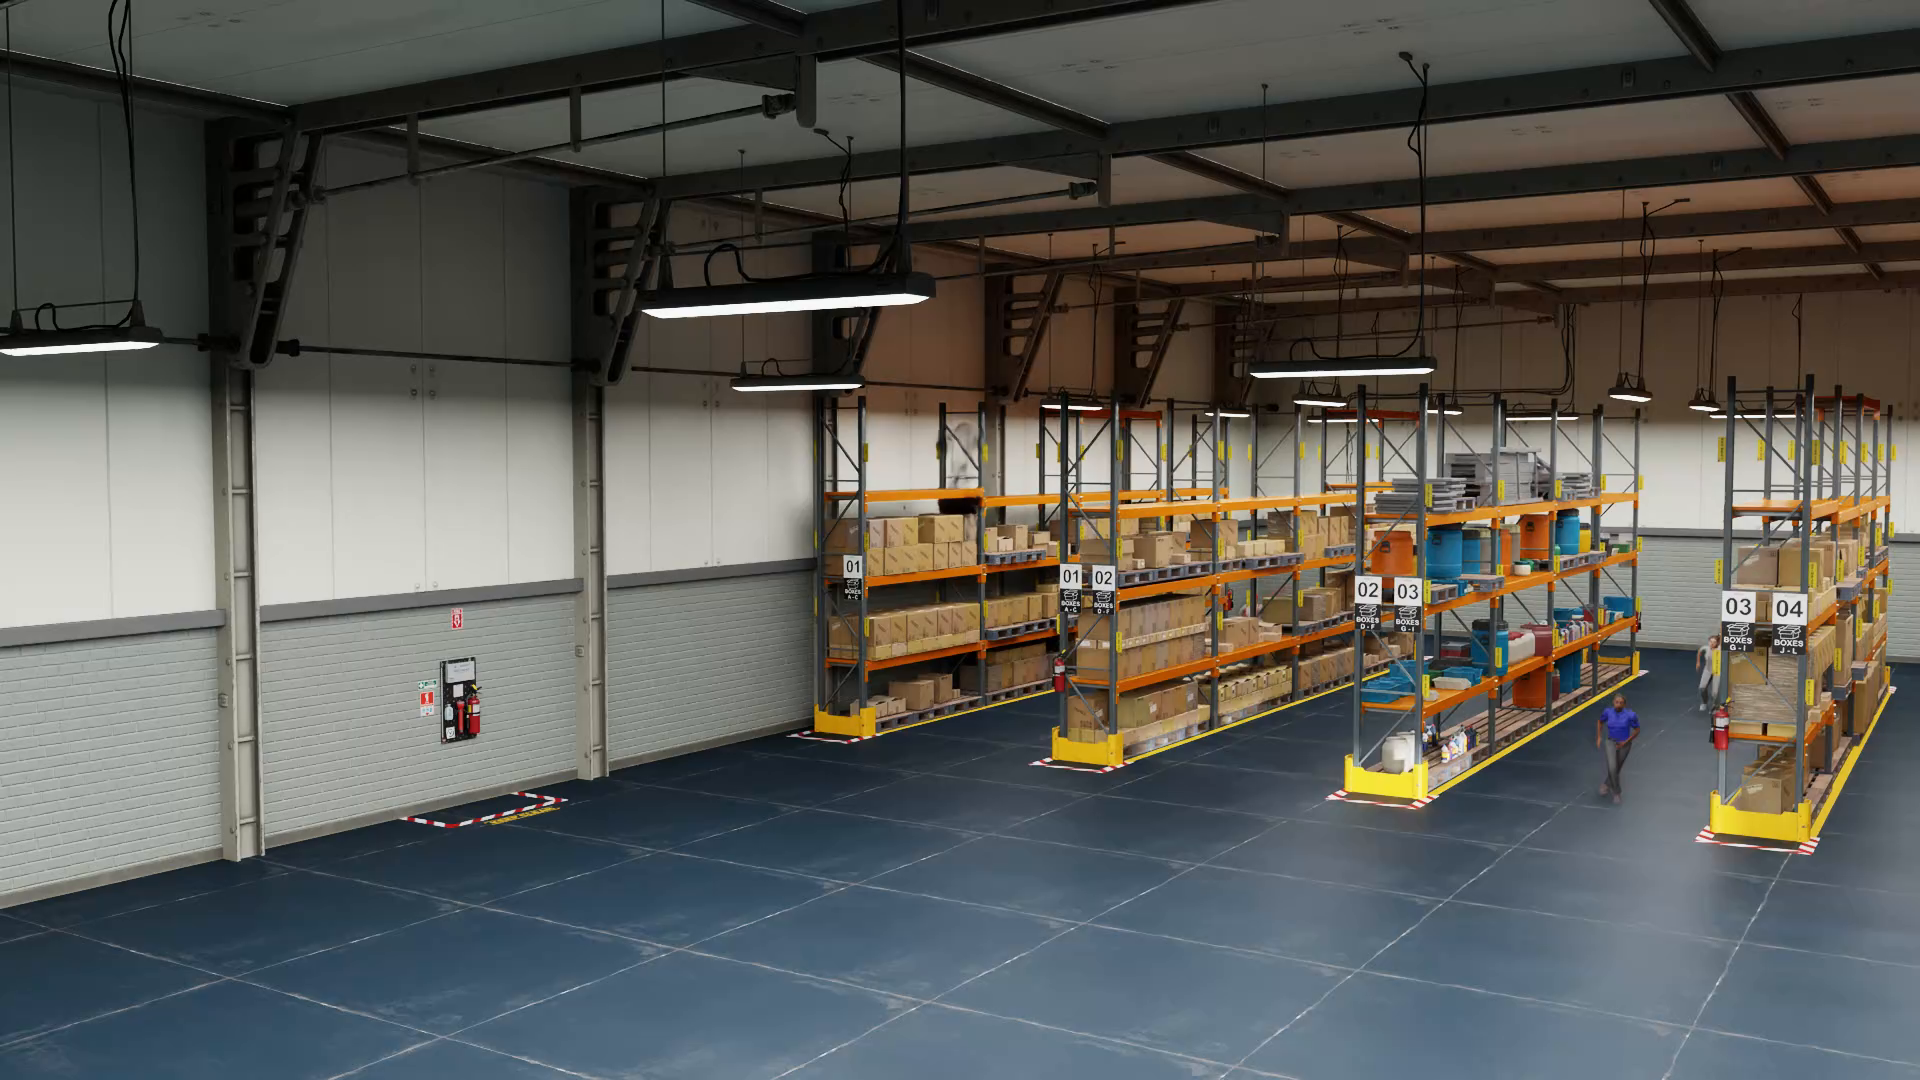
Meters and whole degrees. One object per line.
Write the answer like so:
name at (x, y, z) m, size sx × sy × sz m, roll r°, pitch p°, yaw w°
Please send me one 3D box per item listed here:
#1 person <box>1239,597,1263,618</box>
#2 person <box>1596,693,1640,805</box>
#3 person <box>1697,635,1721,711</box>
person at (6.718, 2.047, 38.148) m, size 0.628 × 1.717 × 0.702 m, roll 1°, pitch 3°, yaw 26°
person at (9.486, 3.036, 23.992) m, size 0.580 × 1.503 × 0.799 m, roll 1°, pitch 3°, yaw 20°
person at (14.413, 2.551, 31.872) m, size 0.644 × 1.506 × 0.712 m, roll 2°, pitch 4°, yaw 35°
